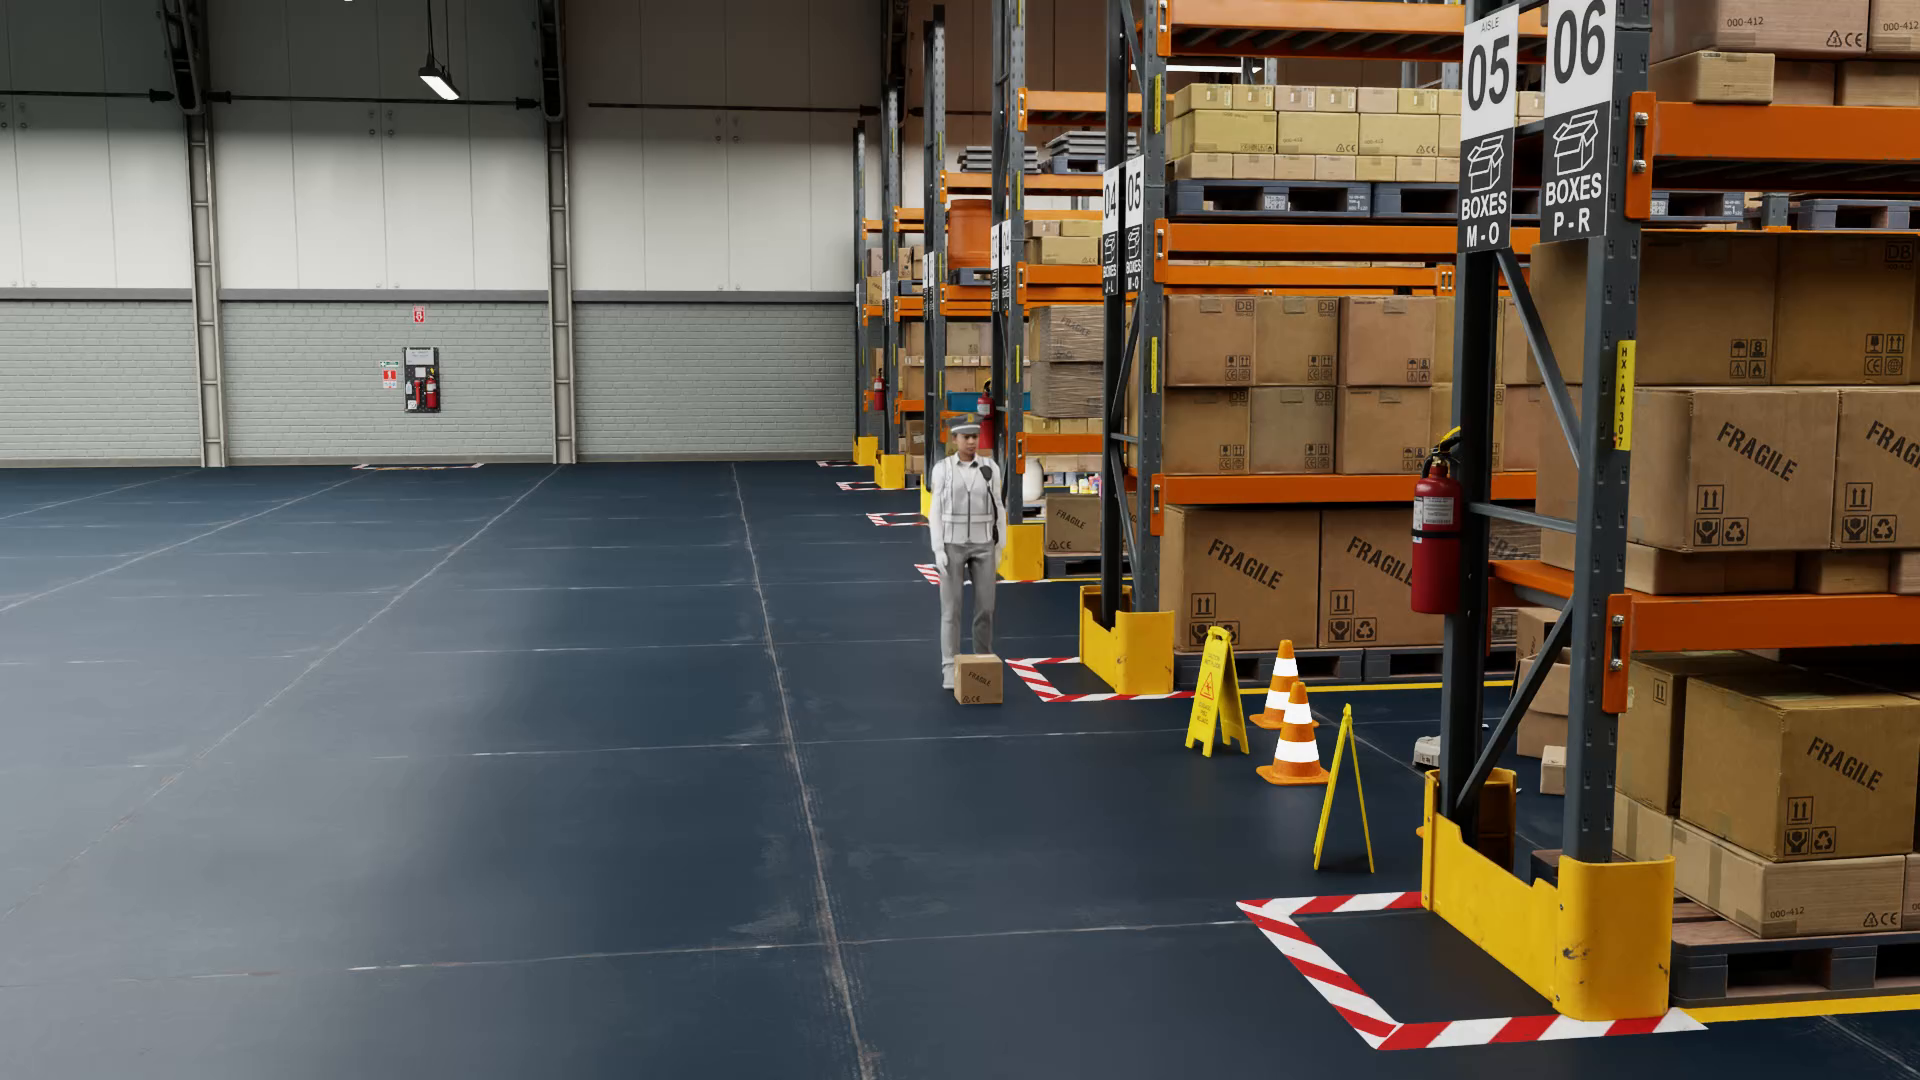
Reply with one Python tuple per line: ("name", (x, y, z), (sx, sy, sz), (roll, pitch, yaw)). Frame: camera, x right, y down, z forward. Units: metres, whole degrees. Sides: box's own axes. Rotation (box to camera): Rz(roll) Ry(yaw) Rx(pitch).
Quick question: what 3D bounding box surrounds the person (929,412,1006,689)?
("person", (0.052, 0.090, 10.210), (0.481, 1.747, 0.388), (-1, 7, -8))
